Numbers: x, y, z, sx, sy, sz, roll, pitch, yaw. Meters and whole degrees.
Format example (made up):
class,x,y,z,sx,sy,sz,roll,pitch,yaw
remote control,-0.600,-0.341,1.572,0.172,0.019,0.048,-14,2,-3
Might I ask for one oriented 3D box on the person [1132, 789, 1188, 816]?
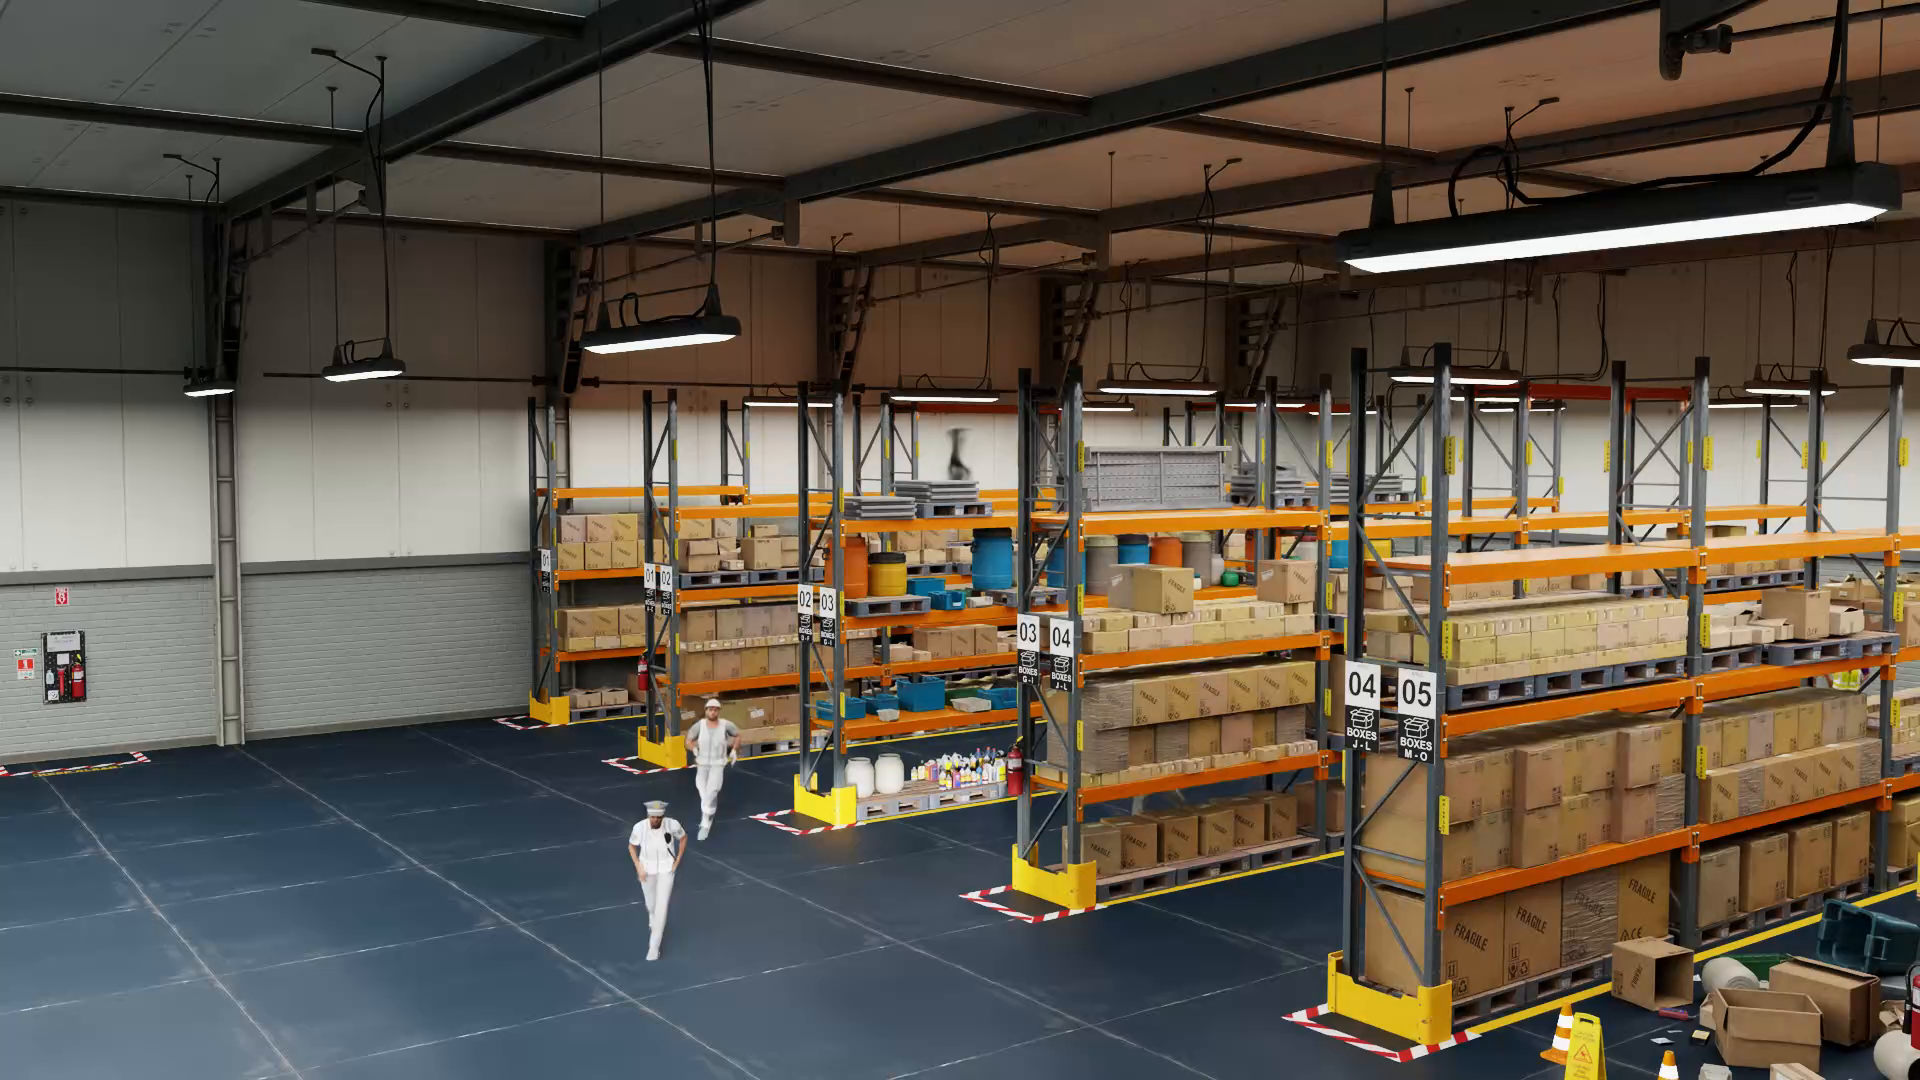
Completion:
class,x,y,z,sx,sy,sz,roll,pitch,yaw
person,2.657,3.040,22.308,1.038,1.674,0.607,-3,4,-41

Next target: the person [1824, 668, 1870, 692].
class,x,y,z,sx,sy,sz,roll,pitch,yaw
person,15.314,2.560,28.751,0.730,1.643,0.944,1,3,14

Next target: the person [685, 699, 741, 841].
class,x,y,z,sx,sy,sz,roll,pitch,yaw
person,-3.258,2.976,21.820,0.680,1.809,0.767,0,3,7

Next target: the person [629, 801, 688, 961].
class,x,y,z,sx,sy,sz,roll,pitch,yaw
person,-3.075,3.387,16.943,0.588,1.630,0.930,-1,3,-13
